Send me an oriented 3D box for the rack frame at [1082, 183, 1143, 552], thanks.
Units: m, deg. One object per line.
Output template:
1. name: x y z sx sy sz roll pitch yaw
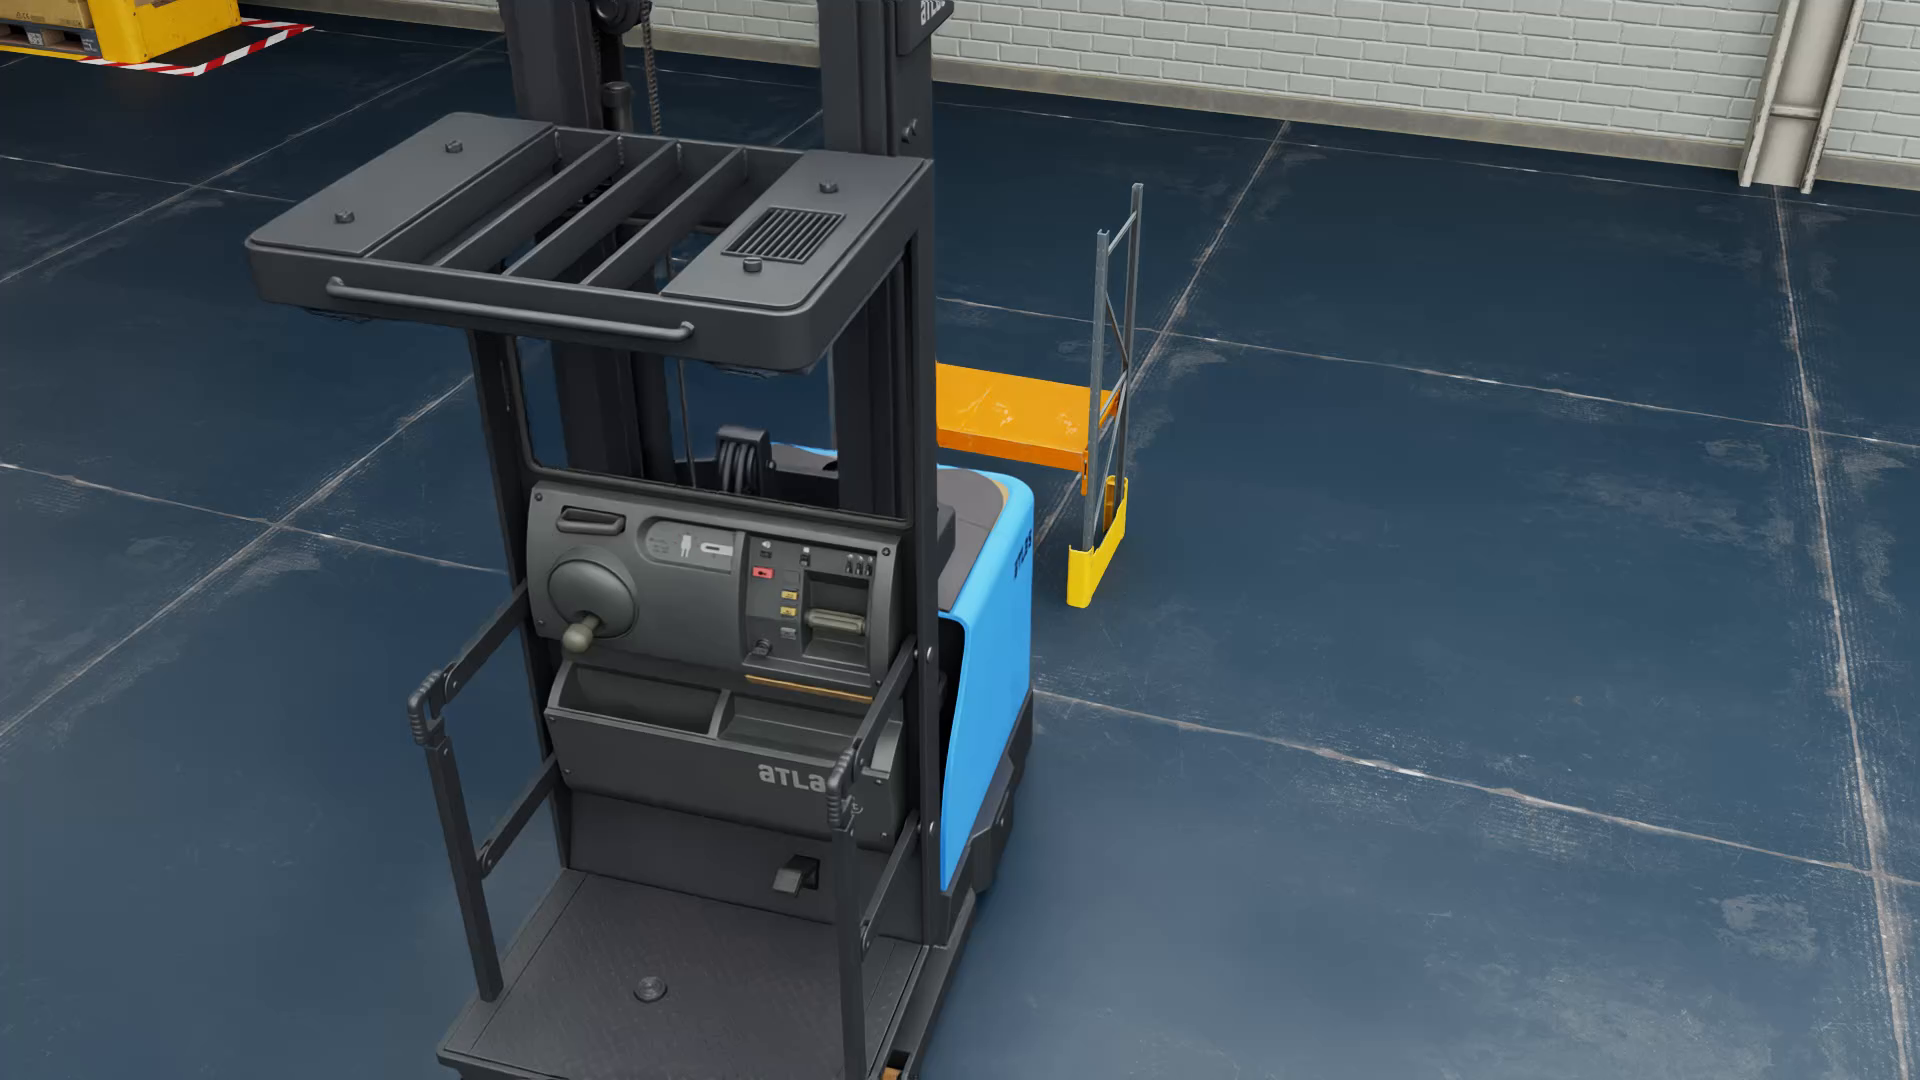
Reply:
1. rack frame: 0.559 -0.521 6.175 0.032 1.500 0.500 11 34 16

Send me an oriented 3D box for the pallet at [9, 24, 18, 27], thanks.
1. pallet: -7.862 -4.229 13.105 1.213 0.211 1.003 11 34 16

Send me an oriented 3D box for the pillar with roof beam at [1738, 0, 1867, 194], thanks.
1. pillar with roof beam: 3.509 -3.771 4.295 0.400 9.000 9.100 11 34 16

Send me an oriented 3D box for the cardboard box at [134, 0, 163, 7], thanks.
1. cardboard box: -6.380 -4.268 12.743 0.500 0.250 0.500 11 34 17

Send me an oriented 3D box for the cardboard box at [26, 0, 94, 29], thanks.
1. cardboard box: -6.532 -4.003 12.333 0.500 0.250 0.500 11 35 17

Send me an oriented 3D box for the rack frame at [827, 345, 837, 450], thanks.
1. rack frame: -0.398 -0.707 6.463 0.032 1.500 0.500 11 34 16

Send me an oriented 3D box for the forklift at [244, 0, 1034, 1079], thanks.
1. forklift: -0.656 0.174 3.779 1.130 2.935 3.031 9 34 13

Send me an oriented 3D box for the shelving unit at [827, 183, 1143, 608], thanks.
1. shelving unit: 0.072 -0.616 6.322 1.083 1.500 0.587 11 34 16

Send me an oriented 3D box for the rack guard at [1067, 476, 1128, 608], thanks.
1. rack guard: 0.541 0.000 6.519 0.087 0.250 0.587 11 34 16

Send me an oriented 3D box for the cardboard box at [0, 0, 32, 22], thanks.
1. cardboard box: -6.997 -4.099 12.481 0.500 0.250 0.500 11 34 16

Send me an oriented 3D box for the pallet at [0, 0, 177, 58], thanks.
1. pallet: -6.717 -4.004 12.757 1.213 0.211 1.003 11 34 16

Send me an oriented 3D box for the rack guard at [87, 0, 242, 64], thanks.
1. rack guard: -5.961 -4.003 12.489 0.348 0.500 1.175 11 34 16

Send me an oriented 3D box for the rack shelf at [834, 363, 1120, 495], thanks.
1. rack shelf: 0.080 -0.463 6.417 1.000 0.185 0.538 11 34 16
